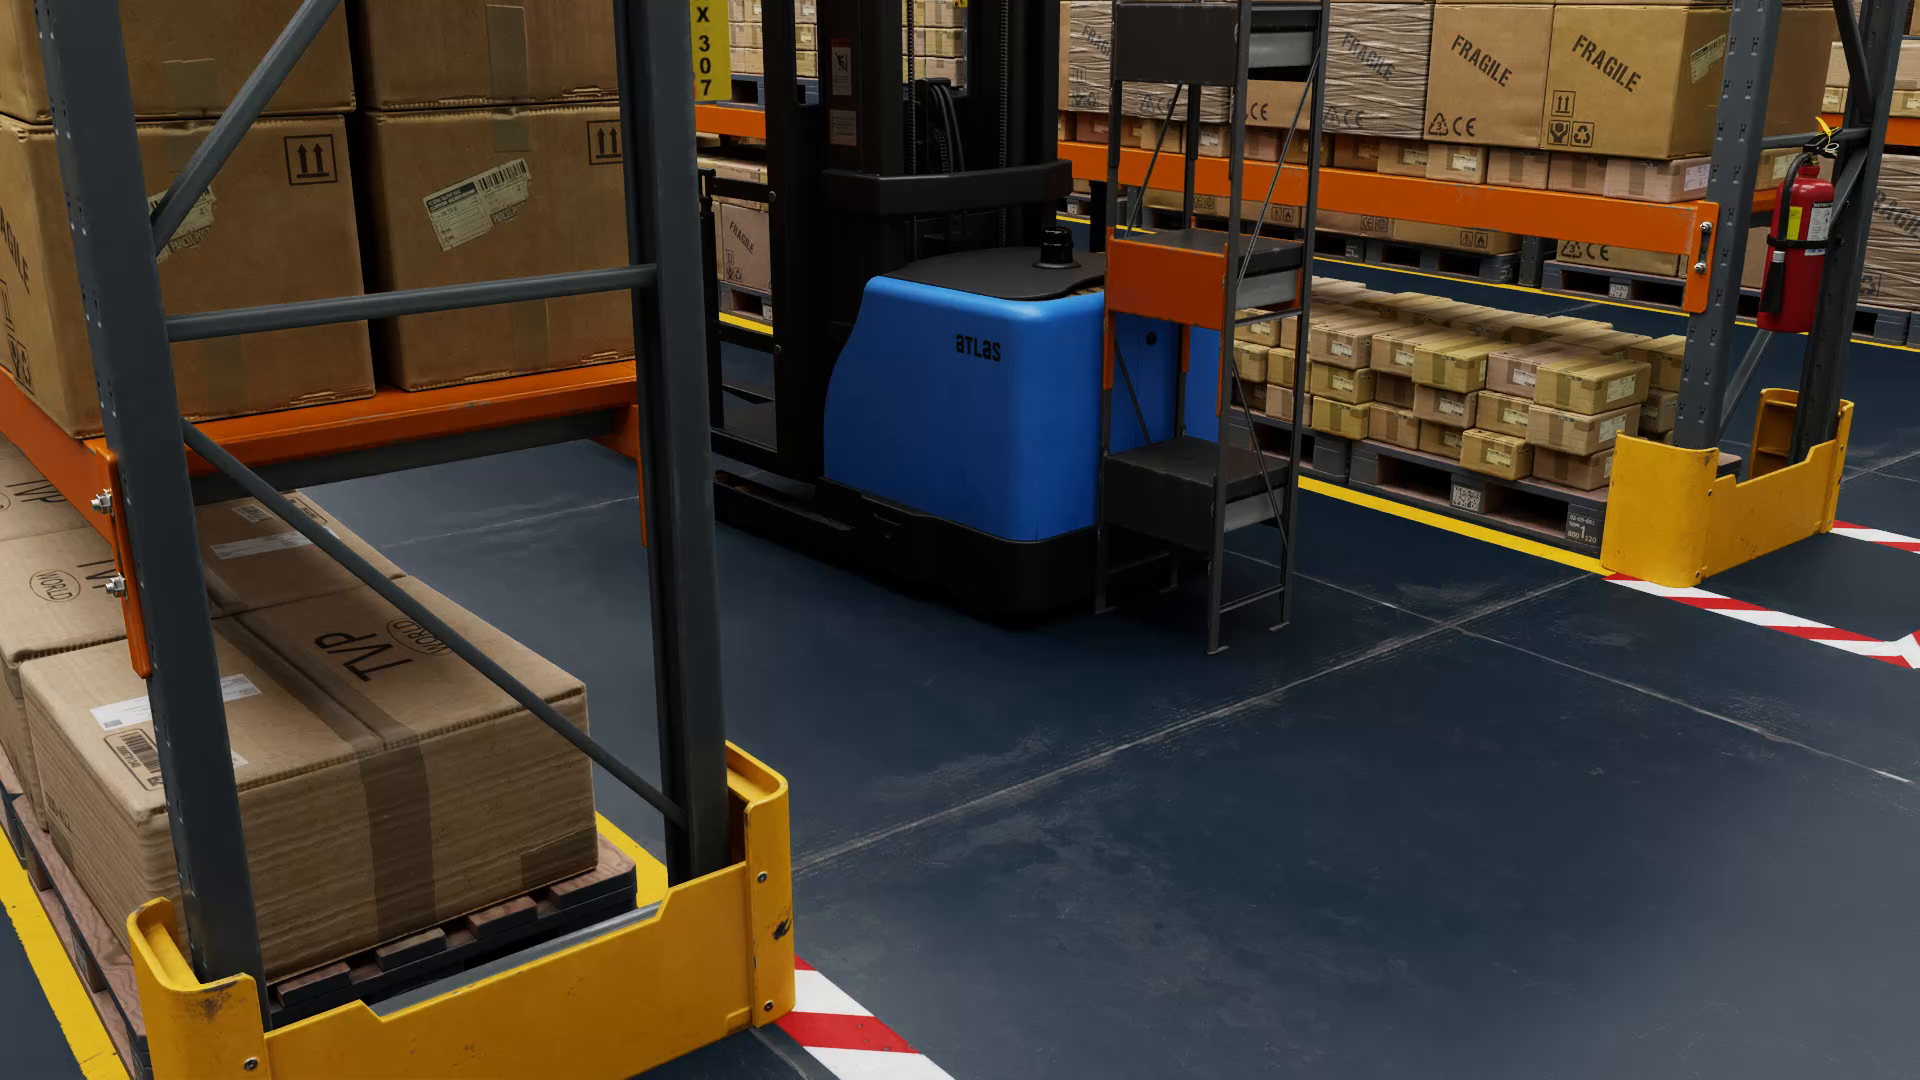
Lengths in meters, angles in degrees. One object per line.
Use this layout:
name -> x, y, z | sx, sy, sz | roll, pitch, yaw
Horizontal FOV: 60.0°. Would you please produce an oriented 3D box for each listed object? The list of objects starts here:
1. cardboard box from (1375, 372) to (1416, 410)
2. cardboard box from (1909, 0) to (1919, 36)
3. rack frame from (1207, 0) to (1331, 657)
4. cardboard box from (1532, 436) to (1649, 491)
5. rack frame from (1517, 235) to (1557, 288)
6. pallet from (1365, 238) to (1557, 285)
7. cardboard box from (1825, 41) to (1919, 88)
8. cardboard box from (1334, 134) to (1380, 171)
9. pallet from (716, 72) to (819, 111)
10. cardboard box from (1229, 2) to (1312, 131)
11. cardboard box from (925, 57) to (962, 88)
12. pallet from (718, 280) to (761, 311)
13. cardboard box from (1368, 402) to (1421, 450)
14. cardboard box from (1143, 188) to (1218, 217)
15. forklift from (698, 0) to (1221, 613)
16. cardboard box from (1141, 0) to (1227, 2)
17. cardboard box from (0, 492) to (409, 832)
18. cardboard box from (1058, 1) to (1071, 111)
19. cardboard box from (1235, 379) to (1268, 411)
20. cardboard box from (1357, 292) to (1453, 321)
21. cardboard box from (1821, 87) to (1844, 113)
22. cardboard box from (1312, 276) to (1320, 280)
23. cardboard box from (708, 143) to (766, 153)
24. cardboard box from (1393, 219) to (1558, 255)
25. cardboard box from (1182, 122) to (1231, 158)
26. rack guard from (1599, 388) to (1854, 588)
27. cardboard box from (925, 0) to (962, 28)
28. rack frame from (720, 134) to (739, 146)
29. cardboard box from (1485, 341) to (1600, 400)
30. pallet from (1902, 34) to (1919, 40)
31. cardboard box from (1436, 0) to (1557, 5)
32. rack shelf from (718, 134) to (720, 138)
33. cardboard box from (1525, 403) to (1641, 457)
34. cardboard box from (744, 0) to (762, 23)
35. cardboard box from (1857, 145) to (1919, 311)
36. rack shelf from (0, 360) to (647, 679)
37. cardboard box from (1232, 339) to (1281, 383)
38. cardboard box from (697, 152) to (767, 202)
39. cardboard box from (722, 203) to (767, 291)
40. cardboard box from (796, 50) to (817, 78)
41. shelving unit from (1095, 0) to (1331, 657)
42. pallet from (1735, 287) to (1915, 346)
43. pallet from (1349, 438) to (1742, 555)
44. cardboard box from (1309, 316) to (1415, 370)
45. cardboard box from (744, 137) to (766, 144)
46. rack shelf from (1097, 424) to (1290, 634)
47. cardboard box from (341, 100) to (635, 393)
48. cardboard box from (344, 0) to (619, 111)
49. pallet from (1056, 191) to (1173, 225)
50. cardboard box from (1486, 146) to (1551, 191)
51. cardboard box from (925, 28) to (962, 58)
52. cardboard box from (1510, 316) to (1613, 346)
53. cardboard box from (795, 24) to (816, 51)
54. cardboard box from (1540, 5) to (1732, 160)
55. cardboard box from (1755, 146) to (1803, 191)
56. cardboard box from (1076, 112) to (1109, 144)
cardboard box -> 1.961, -0.658, 6.973 | 0.380, 0.149, 0.250 | -14, 23, -37
cardboard box -> 11.013, -5.914, 18.625 | 0.500, 0.500, 0.700 | 13, 23, 35
rack frame -> 0.934, -0.671, 5.048 | 0.400, 2.100, 0.015 | -16, 24, -39
cardboard box -> 2.433, -0.318, 6.418 | 0.380, 0.149, 0.250 | -14, 23, -35
rack frame -> 4.390, -3.312, 11.592 | 1.000, 3.000, 0.127 | -14, 23, -36
pallet -> 3.852, -2.163, 12.560 | 1.003, 0.211, 1.213 | -14, 23, -36
cardboard box -> 5.408, -2.842, 9.938 | 0.500, 0.250, 0.500 | -14, 23, -36
cardboard box -> 1.768, -1.623, 6.893 | 0.380, 0.149, 0.250 | -15, 24, -38
pallet -> -0.783, -2.783, 10.301 | 1.003, 0.211, 1.213 | -14, 23, -36
cardboard box -> 1.503, -2.008, 7.022 | 0.500, 0.500, 0.500 | -13, 22, -33
cardboard box -> 0.038, -2.508, 8.896 | 0.380, 0.149, 0.250 | -15, 23, -37
pallet -> -1.560, -1.838, 11.576 | 1.003, 0.211, 1.213 | -14, 23, -36
cardboard box -> 1.933, -0.502, 6.973 | 0.380, 0.149, 0.250 | -14, 23, -36
cardboard box -> 2.319, -3.314, 14.311 | 1.225, 0.875, 0.875 | -15, 24, -39
forklift -> -0.415, -1.538, 6.343 | 1.130, 2.935, 3.031 | -16, 24, -39
cardboard box -> 1.151, -2.618, 7.275 | 0.500, 0.500, 0.500 | -14, 23, -35
cardboard box -> -1.958, 0.258, 4.219 | 0.875, 0.438, 0.875 | -13, 22, -35
cardboard box -> 0.549, -2.386, 8.164 | 0.500, 0.500, 0.500 | -14, 23, -37
cardboard box -> 1.474, -0.701, 7.573 | 0.380, 0.149, 0.250 | -13, 22, -35
cardboard box -> 2.031, -1.027, 7.613 | 0.380, 0.149, 0.250 | -14, 23, -35
cardboard box -> 5.282, -2.671, 10.056 | 0.380, 0.149, 0.250 | -15, 23, -38
cardboard box -> 1.555, -1.217, 8.187 | 0.380, 0.149, 0.250 | -15, 24, -39
cardboard box -> -1.414, -2.606, 11.575 | 0.500, 0.250, 0.500 | -15, 23, -37
cardboard box -> 3.977, -2.656, 12.324 | 1.225, 0.875, 0.875 | -14, 23, -36
cardboard box -> 1.214, -1.801, 7.428 | 0.380, 0.149, 0.250 | -13, 22, -34
rack guard -> 2.876, -0.215, 6.216 | 1.175, 0.500, 0.348 | -14, 23, -36
cardboard box -> 0.037, -2.792, 8.807 | 0.380, 0.149, 0.250 | -13, 22, -34
rack frame -> -2.044, -3.354, 11.720 | 1.000, 3.000, 0.127 | -14, 23, -36
cardboard box -> 2.285, -0.665, 6.521 | 0.380, 0.149, 0.250 | -13, 23, -35
pallet -> 10.886, -5.660, 18.990 | 1.003, 0.211, 1.213 | -14, 23, -36
cardboard box -> 2.129, -2.235, 6.118 | 0.500, 0.500, 0.500 | -15, 23, -38
rack shelf -> -3.286, -3.506, 13.322 | 1.077, 0.370, 4.000 | -14, 23, -36
cardboard box -> 2.371, -0.444, 6.327 | 0.380, 0.149, 0.250 | -15, 23, -38
cardboard box -> -1.092, -3.241, 10.165 | 0.380, 0.149, 0.250 | -13, 22, -34
cardboard box -> 5.849, -1.883, 9.989 | 0.875, 0.875, 0.875 | -14, 23, -36
rack shelf -> -2.136, -0.543, 4.376 | 1.077, 0.370, 4.000 | -14, 23, -36
cardboard box -> 1.378, -0.826, 7.481 | 0.380, 0.149, 0.250 | -14, 23, -36
cardboard box -> -1.491, -2.381, 10.896 | 0.500, 0.250, 0.500 | -14, 23, -37
cardboard box -> -1.168, -1.894, 10.619 | 0.500, 0.500, 0.500 | -15, 23, -37
cardboard box -> -0.774, -2.828, 9.863 | 0.380, 0.149, 0.250 | -13, 22, -34
shelving unit -> 0.771, -0.728, 5.221 | 0.431, 2.100, 0.503 | -16, 24, -39
pallet -> 5.563, -1.484, 10.510 | 1.003, 0.211, 1.213 | -14, 23, -36
pallet -> 2.399, -0.285, 6.887 | 1.003, 0.211, 1.213 | -14, 23, -36
cardboard box -> 1.703, -0.836, 7.036 | 0.380, 0.149, 0.250 | -13, 22, -34
cardboard box -> -2.288, -4.984, 19.950 | 0.500, 0.500, 0.500 | -8, 20, -22
rack shelf -> 0.771, -0.051, 5.445 | 0.431, 0.518, 0.480 | -16, 24, -39
cardboard box -> -0.968, -0.614, 3.285 | 0.500, 0.500, 0.500 | -14, 23, -37
cardboard box -> -0.969, -1.088, 3.126 | 0.500, 0.500, 0.500 | -15, 23, -37
pallet -> 1.423, -3.166, 15.589 | 1.003, 0.211, 1.213 | -14, 23, -36
cardboard box -> 2.206, -1.416, 6.267 | 0.380, 0.149, 0.250 | -14, 23, -37
cardboard box -> 0.037, -2.649, 8.850 | 0.380, 0.149, 0.250 | -13, 22, -34
cardboard box -> 2.542, -0.838, 7.043 | 0.380, 0.149, 0.250 | -14, 23, -36
cardboard box -> -0.784, -2.973, 9.829 | 0.380, 0.149, 0.250 | -14, 23, -36
cardboard box -> 2.442, -1.632, 5.887 | 0.500, 0.500, 0.500 | -13, 23, -35
cardboard box -> 2.979, -1.407, 6.241 | 0.380, 0.149, 0.250 | -14, 23, -37
cardboard box -> 0.784, -2.011, 8.063 | 0.380, 0.149, 0.250 | -15, 24, -38
